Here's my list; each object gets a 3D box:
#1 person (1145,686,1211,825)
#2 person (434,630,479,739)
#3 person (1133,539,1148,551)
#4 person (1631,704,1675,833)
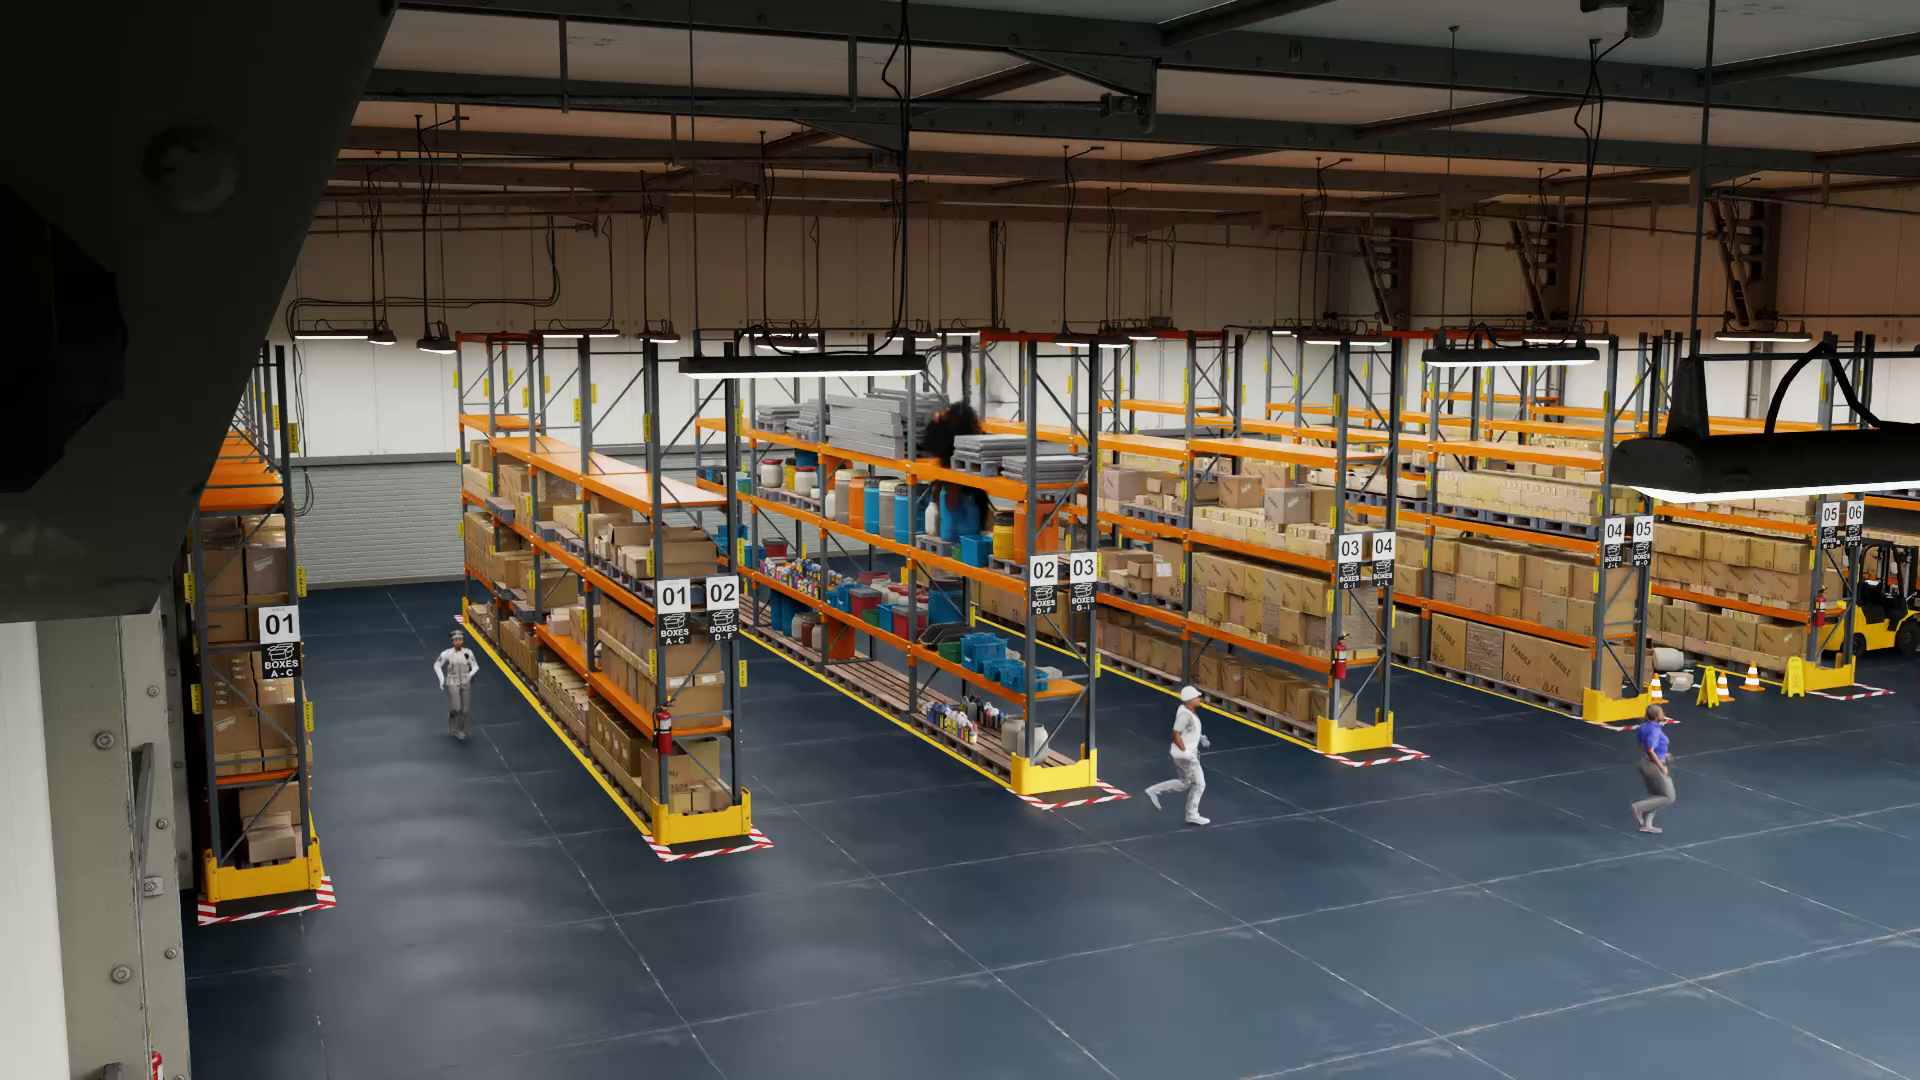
[{"bbox_3d":[2.734,2.682,20.784,0.817,1.746,0.664,1,8,5],"label":"person"},{"bbox_3d":[-7.488,2.168,24.867,0.615,1.653,0.545,-4,9,-30],"label":"person"},{"bbox_3d":[4.582,-0.163,41.950,0.736,1.710,0.555,-6,10,-39],"label":"person"},{"bbox_3d":[8.497,2.811,20.377,0.559,1.600,0.575,0,8,0],"label":"person"}]
